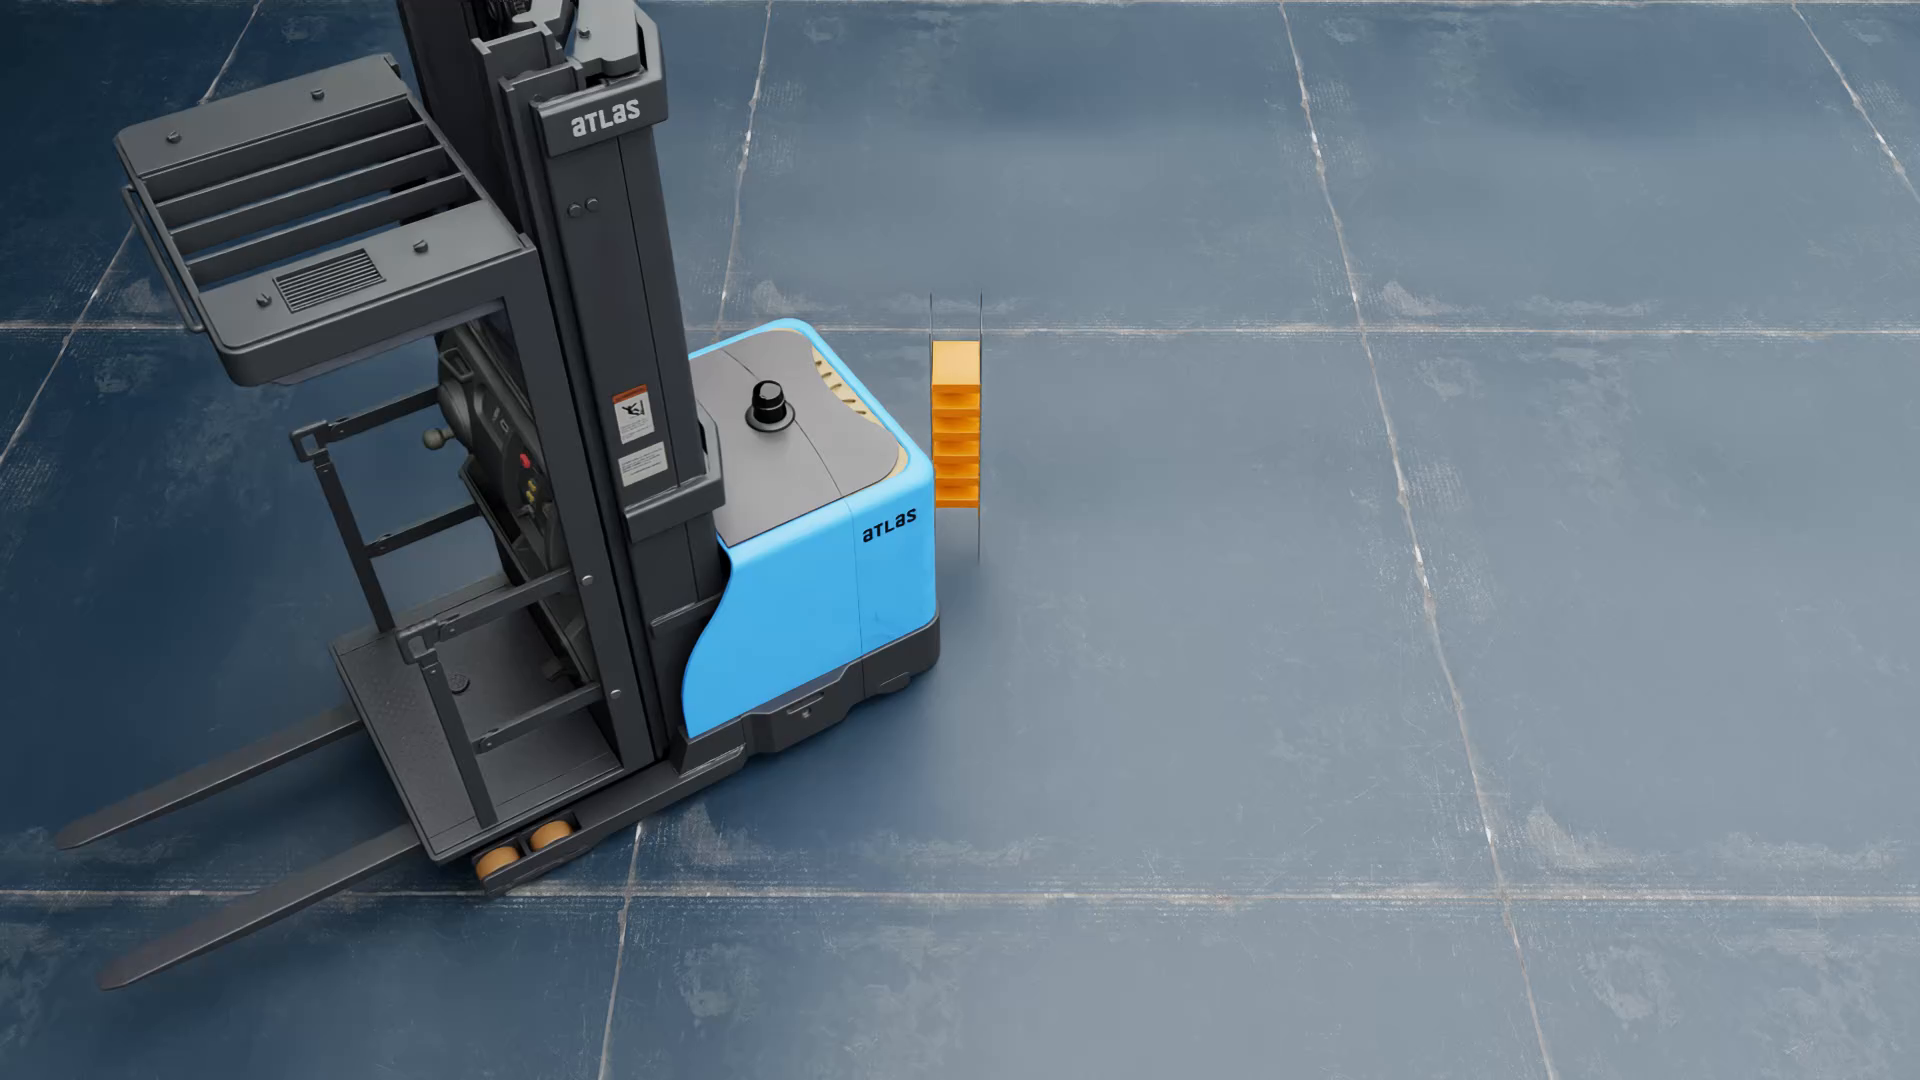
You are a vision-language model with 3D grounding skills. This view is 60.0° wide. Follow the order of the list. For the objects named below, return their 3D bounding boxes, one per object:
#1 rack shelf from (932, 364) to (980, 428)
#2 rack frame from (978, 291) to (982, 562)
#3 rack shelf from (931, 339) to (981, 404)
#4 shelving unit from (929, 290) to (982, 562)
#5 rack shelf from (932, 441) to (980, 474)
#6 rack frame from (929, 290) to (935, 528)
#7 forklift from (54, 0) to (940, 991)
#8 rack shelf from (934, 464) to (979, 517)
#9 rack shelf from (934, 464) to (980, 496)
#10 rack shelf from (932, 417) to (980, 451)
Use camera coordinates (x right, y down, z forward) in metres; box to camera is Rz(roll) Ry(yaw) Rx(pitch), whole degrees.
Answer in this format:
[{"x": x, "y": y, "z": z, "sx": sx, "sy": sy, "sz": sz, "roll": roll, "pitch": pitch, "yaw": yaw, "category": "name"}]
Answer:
[{"x": -0.014, "y": -0.542, "z": 6.248, "sx": 0.180, "sy": 0.103, "sz": 0.258, "roll": 0, "pitch": 47, "yaw": 0, "category": "rack shelf"}, {"x": 0.077, "y": -0.409, "z": 6.391, "sx": 0.006, "sy": 1.200, "sz": 0.240, "roll": 0, "pitch": 47, "yaw": 0, "category": "rack frame"}, {"x": -0.014, "y": -0.624, "z": 6.161, "sx": 0.180, "sy": 0.103, "sz": 0.258, "roll": 0, "pitch": 47, "yaw": 0, "category": "rack shelf"}, {"x": -0.014, "y": -0.409, "z": 6.392, "sx": 0.189, "sy": 1.200, "sz": 0.258, "roll": 0, "pitch": 47, "yaw": 0, "category": "shelving unit"}, {"x": -0.014, "y": -0.379, "z": 6.424, "sx": 0.180, "sy": 0.103, "sz": 0.258, "roll": 0, "pitch": 47, "yaw": 0, "category": "rack shelf"}, {"x": -0.106, "y": -0.409, "z": 6.392, "sx": 0.006, "sy": 1.200, "sz": 0.240, "roll": 0, "pitch": 47, "yaw": 0, "category": "rack frame"}, {"x": -1.594, "y": -0.234, "z": 5.047, "sx": 3.031, "sy": 2.935, "sz": 1.130, "roll": -25, "pitch": 52, "yaw": -21, "category": "forklift"}, {"x": -0.014, "y": -0.215, "z": 6.600, "sx": 0.180, "sy": 0.103, "sz": 0.258, "roll": 0, "pitch": 47, "yaw": 0, "category": "rack shelf"}, {"x": -0.014, "y": -0.297, "z": 6.512, "sx": 0.180, "sy": 0.103, "sz": 0.258, "roll": 0, "pitch": 47, "yaw": 0, "category": "rack shelf"}, {"x": -0.014, "y": -0.460, "z": 6.336, "sx": 0.180, "sy": 0.103, "sz": 0.258, "roll": 0, "pitch": 47, "yaw": 0, "category": "rack shelf"}]
